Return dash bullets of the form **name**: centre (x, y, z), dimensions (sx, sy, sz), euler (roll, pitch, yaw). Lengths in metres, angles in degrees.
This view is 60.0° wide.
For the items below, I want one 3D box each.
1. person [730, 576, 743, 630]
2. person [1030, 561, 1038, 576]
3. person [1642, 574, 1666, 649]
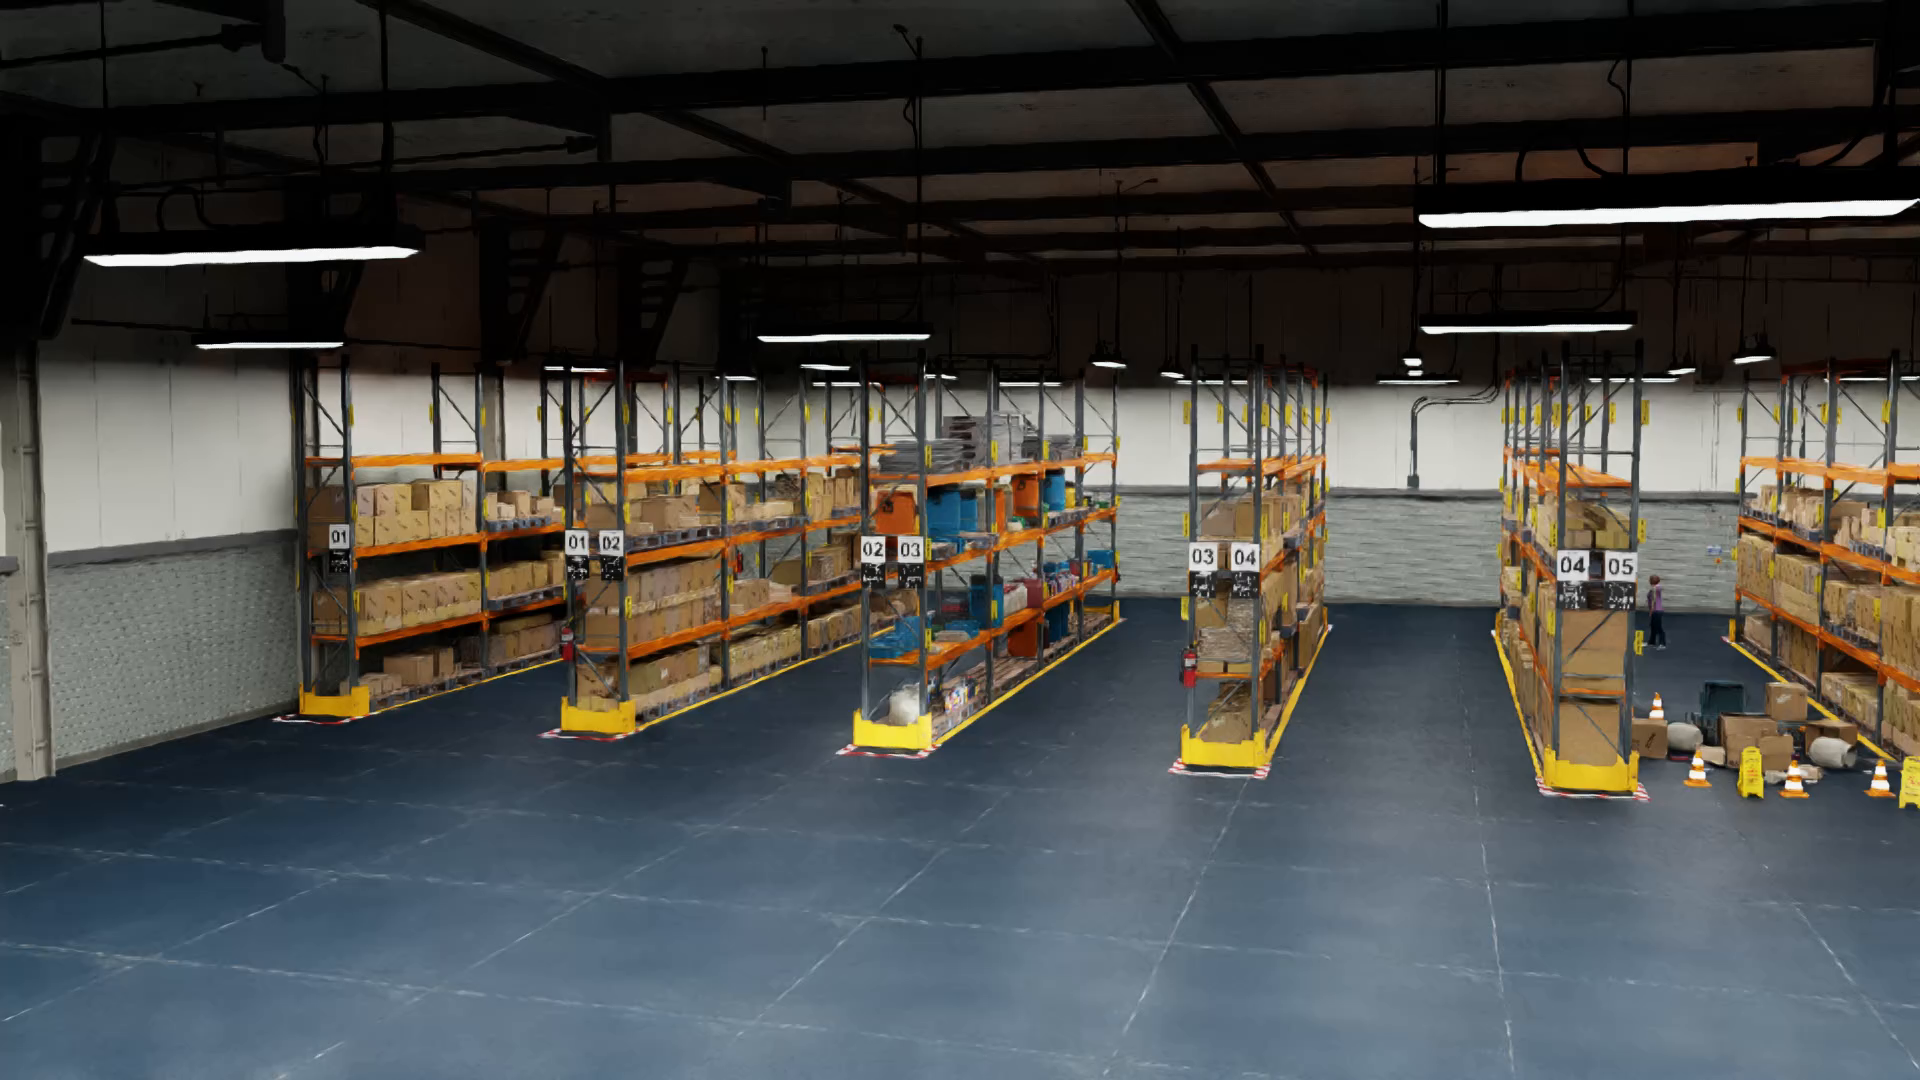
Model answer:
- **person**: centre (-4.875, 1.532, 36.118), dimensions (0.566, 1.541, 0.519), euler (1, 4, 13)
- **person**: centre (1.822, 1.278, 38.689), dimensions (0.474, 1.630, 0.915), euler (3, 5, 32)
- **person**: centre (14.868, 1.523, 35.604), dimensions (0.533, 1.586, 0.558), euler (2, 5, 29)
